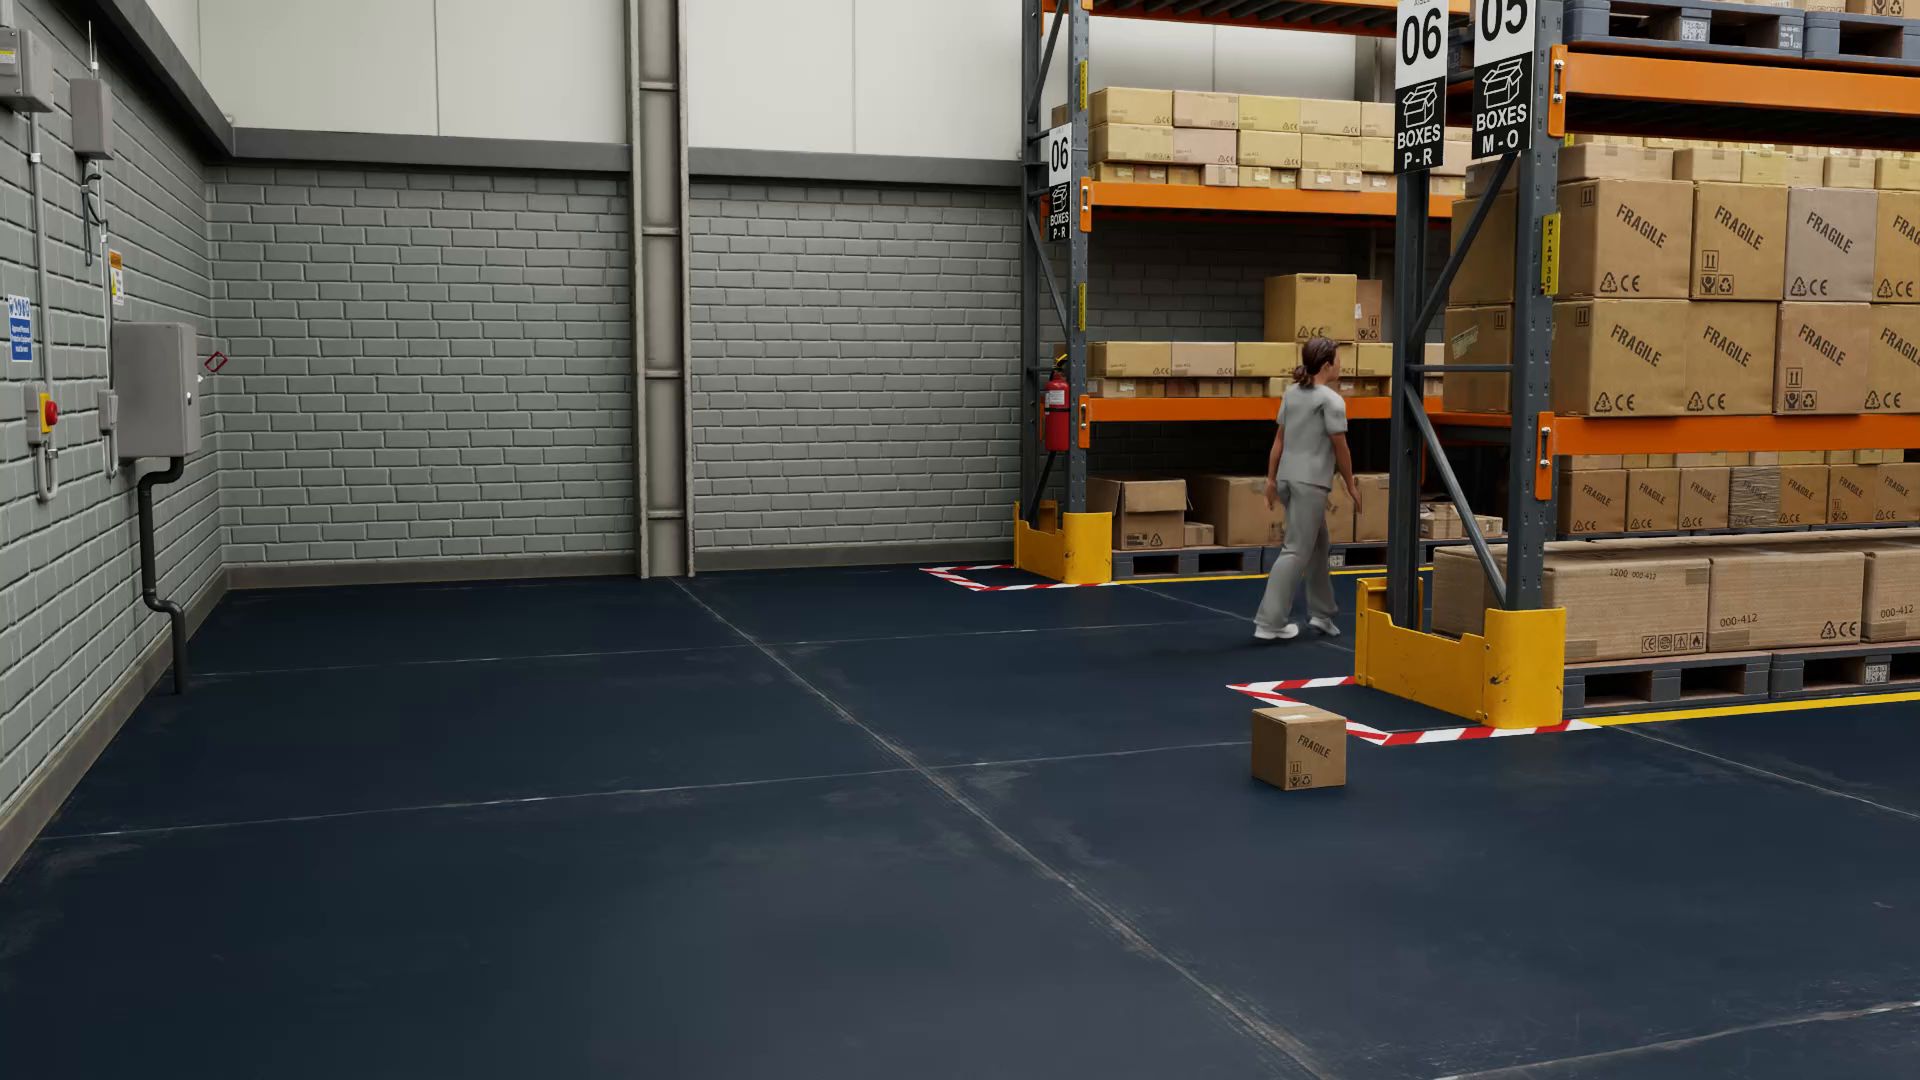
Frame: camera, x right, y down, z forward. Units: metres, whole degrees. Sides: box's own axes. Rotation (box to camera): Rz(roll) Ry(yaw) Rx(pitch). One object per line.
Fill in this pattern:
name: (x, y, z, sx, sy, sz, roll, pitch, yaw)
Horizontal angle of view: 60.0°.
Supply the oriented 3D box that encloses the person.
person: (1.941, -0.259, 9.129, 0.723, 1.691, 0.481, -3, 6, -26)
